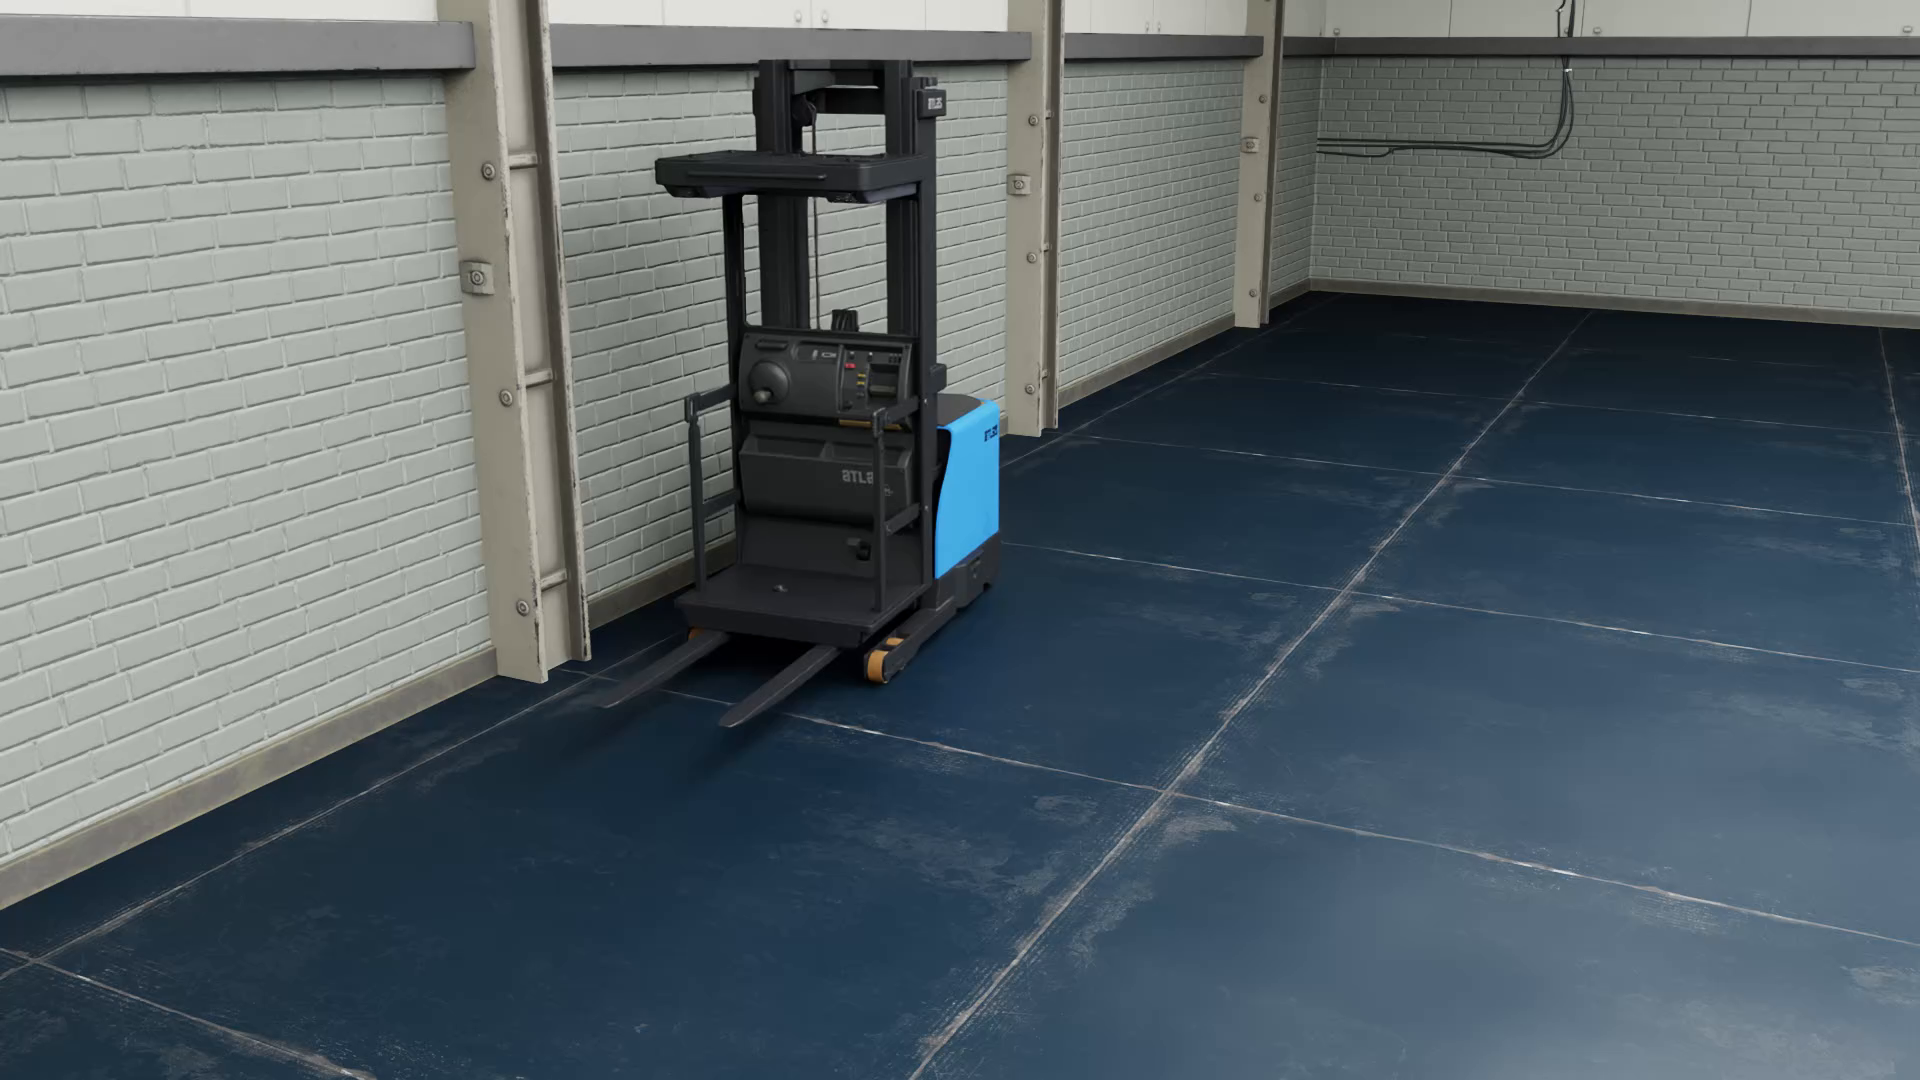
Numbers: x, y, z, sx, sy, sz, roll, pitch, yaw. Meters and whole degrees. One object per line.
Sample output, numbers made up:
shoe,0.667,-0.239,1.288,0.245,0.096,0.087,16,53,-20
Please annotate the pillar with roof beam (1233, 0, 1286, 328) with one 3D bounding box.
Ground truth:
pillar with roof beam,7.111,-6.189,15.555,9.100,9.000,0.400,8,18,25

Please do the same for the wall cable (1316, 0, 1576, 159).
wall cable,5.759,-5.830,19.801,3.097,2.526,0.112,8,18,25

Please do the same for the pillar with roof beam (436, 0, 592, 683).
pillar with roof beam,1.748,-3.132,5.264,9.100,9.000,0.400,8,18,25

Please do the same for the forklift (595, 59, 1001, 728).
forklift,-0.756,-0.833,8.181,1.130,2.935,3.031,6,18,20

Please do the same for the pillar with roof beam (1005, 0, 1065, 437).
pillar with roof beam,4.429,-4.660,10.410,9.100,9.000,0.400,8,18,25
